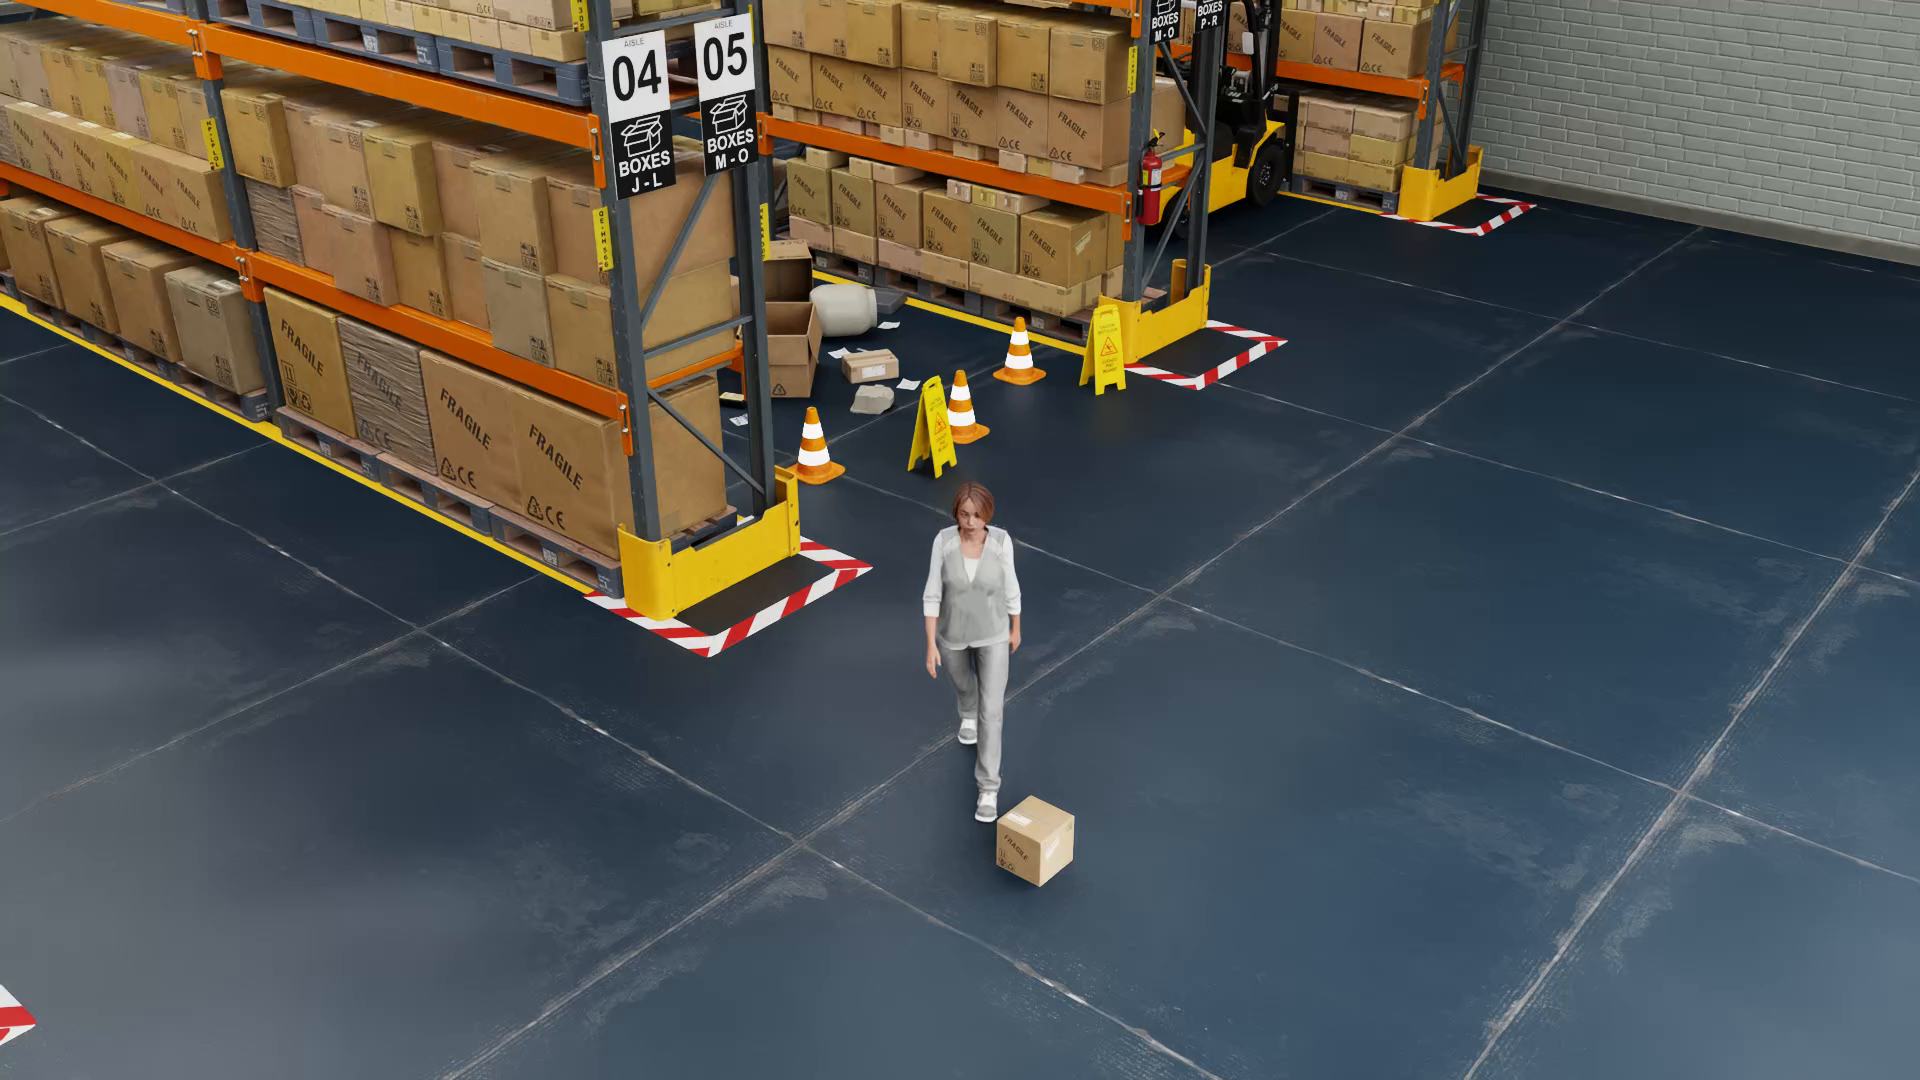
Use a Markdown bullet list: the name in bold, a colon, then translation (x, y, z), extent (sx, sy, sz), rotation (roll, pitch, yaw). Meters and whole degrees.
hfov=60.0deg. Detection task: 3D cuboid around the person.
- **person**: translation (0.052, 0.457, 7.762), extent (0.438, 1.546, 0.923), rotation (4, 28, 7)
